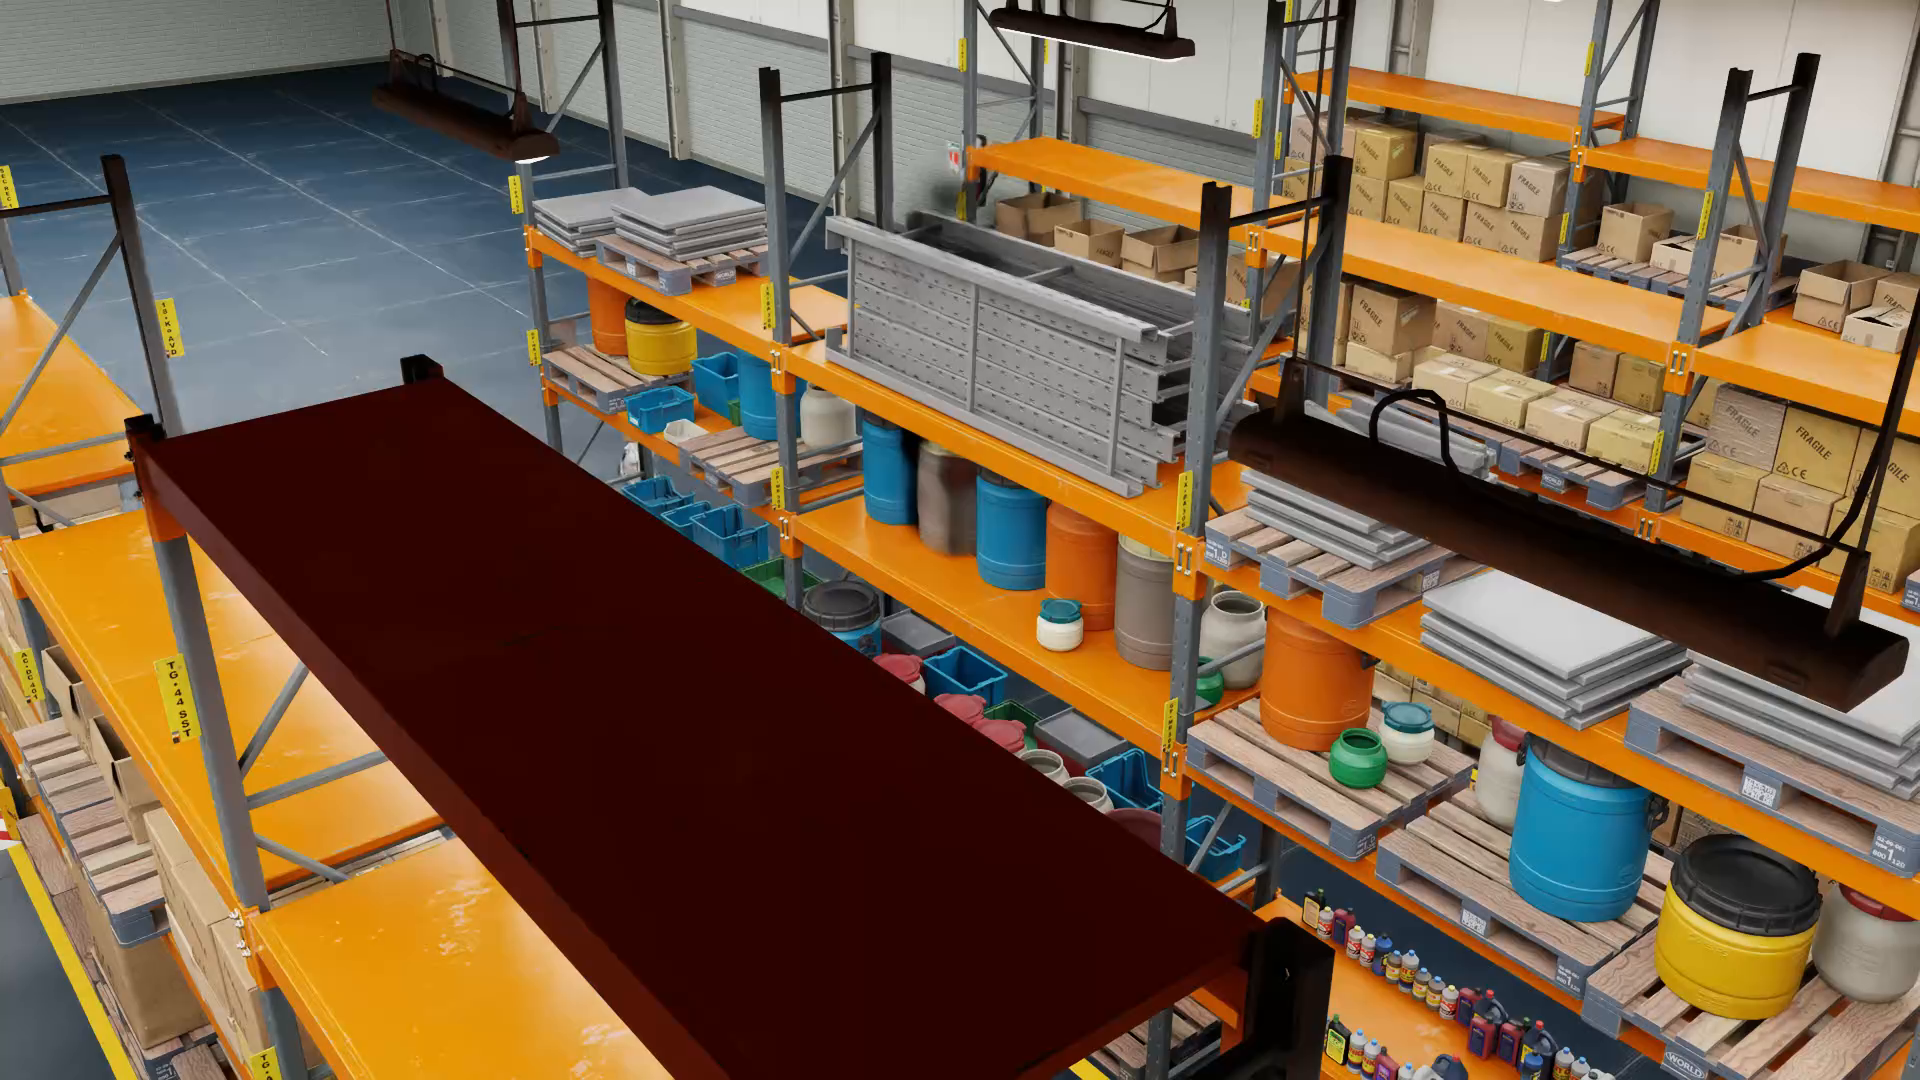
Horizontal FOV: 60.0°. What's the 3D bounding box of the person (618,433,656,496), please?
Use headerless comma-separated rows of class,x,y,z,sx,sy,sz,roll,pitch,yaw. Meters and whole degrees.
person,-3.319,-0.495,17.401,0.672,1.707,0.677,6,26,12
